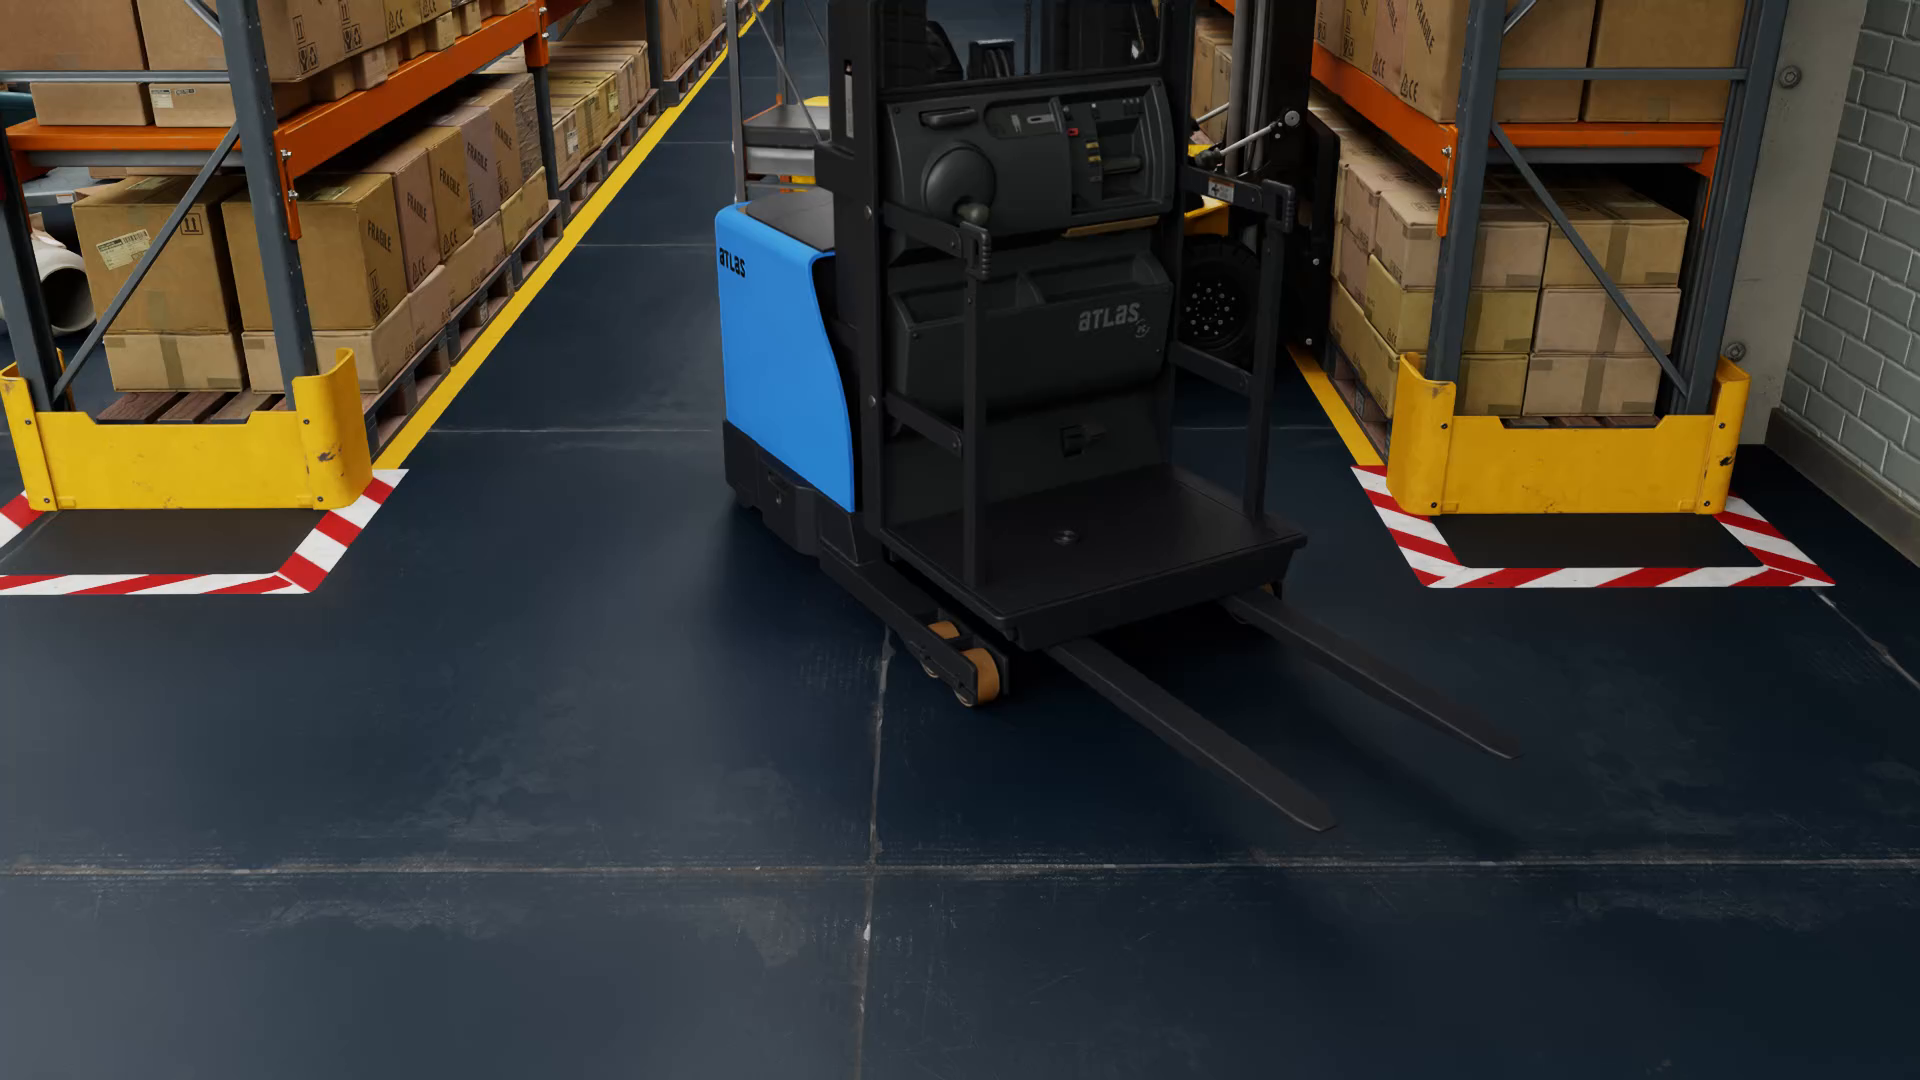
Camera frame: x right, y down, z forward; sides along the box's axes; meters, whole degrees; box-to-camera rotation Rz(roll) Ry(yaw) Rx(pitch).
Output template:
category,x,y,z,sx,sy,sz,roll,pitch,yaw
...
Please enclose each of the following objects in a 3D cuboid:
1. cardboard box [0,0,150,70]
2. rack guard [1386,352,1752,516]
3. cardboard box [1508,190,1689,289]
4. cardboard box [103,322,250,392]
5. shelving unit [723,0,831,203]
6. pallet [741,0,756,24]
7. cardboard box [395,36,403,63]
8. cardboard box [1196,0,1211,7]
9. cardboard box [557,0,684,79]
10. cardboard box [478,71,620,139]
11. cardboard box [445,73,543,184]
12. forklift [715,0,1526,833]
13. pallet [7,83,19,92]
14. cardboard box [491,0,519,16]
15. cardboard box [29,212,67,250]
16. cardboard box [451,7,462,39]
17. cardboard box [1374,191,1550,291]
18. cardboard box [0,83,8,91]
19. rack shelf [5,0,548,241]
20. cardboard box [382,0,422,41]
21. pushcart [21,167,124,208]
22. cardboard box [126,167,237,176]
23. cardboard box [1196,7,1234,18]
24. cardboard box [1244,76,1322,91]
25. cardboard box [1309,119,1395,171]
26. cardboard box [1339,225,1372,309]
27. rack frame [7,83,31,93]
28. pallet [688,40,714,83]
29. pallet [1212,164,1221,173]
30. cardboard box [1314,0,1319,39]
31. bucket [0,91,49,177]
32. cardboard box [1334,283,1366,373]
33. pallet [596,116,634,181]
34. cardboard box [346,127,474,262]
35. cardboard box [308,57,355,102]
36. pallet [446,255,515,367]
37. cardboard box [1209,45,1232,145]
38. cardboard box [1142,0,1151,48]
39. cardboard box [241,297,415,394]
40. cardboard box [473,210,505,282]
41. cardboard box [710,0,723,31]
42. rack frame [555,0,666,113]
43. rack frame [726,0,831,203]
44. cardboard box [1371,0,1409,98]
category,x,y,z,sx,sy,sz,roll,pitch,yaw
cardboard box,-3.071,-1.918,5.868,0.500,0.500,0.500,-1,24,-1
rack guard,2.174,-0.389,6.004,1.175,0.500,0.348,0,24,-1
cardboard box,2.358,-1.131,6.224,0.500,0.250,0.500,-1,24,-1
cardboard box,-3.067,-0.794,6.693,0.500,0.250,0.500,0,24,-1
shelving unit,-0.563,-1.377,6.248,0.431,2.100,0.503,6,25,13
pallet,-2.866,-6.006,18.773,1.003,0.211,1.213,0,24,-1
cardboard box,-2.581,-2.074,7.001,0.380,0.149,0.250,1,24,1
cardboard box,1.828,-4.385,13.541,0.380,0.149,0.250,-1,24,-3
cardboard box,-2.801,-4.319,13.728,0.875,0.875,0.875,0,24,-1
cardboard box,-2.862,-2.955,11.323,0.950,0.372,0.625,1,24,1
cardboard box,-2.558,-2.200,8.891,0.500,0.500,0.500,-1,24,-1
forklift,0.329,-1.081,4.584,1.130,2.935,3.031,-14,28,-28
pallet,-7.832,-3.798,13.892,1.003,0.211,1.213,0,24,-1
cardboard box,-2.515,-2.814,8.637,0.380,0.149,0.250,0,24,1
cardboard box,-4.970,-1.571,8.902,0.258,0.266,0.396,-19,31,-36
cardboard box,-2.537,-2.393,7.705,0.380,0.149,0.250,-1,24,-1
cardboard box,1.857,-1.120,6.201,0.500,0.250,0.500,1,24,1
cardboard box,-7.908,-3.662,12.426,1.050,0.750,0.750,-1,24,-1
rack shelf,-2.811,-2.010,7.428,1.077,0.370,4.000,0,24,-1
cardboard box,-2.533,-2.315,6.746,0.500,0.500,0.500,-1,24,-2
pushcart,-5.112,-1.937,9.574,1.648,0.377,0.936,-9,26,-19
cardboard box,-3.130,-1.570,6.711,0.380,0.149,0.250,0,24,1
cardboard box,2.080,-3.687,12.634,0.875,0.625,0.625,1,24,1
cardboard box,1.822,-2.380,8.985,0.500,0.250,0.500,-1,24,-1
cardboard box,1.832,-1.747,7.587,0.500,0.250,0.500,-1,24,-2
cardboard box,1.862,-1.110,6.785,0.500,0.250,0.500,0,24,-1
rack frame,-7.825,-4.747,12.605,1.000,3.000,0.127,0,24,-1
pallet,-2.820,-4.367,15.149,1.003,0.211,1.213,0,24,-1
pallet,2.083,-2.219,10.400,1.003,0.211,1.213,0,24,-1
cardboard box,1.903,-2.625,7.792,0.500,0.500,0.500,0,24,-1
bucket,-5.475,-2.254,9.221,0.726,0.611,0.620,8,16,18
cardboard box,1.857,-0.874,6.869,0.500,0.250,0.500,0,24,-1
pallet,-2.859,-2.717,11.500,1.003,0.211,1.213,0,24,-1
cardboard box,-2.530,-1.560,7.476,0.500,0.500,0.500,0,24,0
cardboard box,-2.525,-1.754,6.293,0.380,0.149,0.250,-1,24,-2
pallet,-2.774,-1.111,7.951,1.003,0.211,1.213,0,24,-1
cardboard box,2.113,-2.830,10.740,0.875,0.625,0.625,0,24,-1
cardboard box,1.864,-4.482,14.544,0.500,0.500,0.500,1,24,2
cardboard box,-2.521,-0.786,6.675,0.500,0.250,0.500,0,24,-1
cardboard box,-2.541,-1.430,8.098,0.500,0.250,0.500,0,24,0
cardboard box,-2.833,-5.427,16.178,0.875,0.875,0.875,0,24,1
rack frame,-2.876,-4.811,12.746,1.000,3.000,0.127,0,24,-1
rack frame,-0.621,-1.280,6.032,0.400,2.100,0.015,6,25,13
cardboard box,1.910,-1.999,6.408,0.500,0.500,0.500,0,24,1
